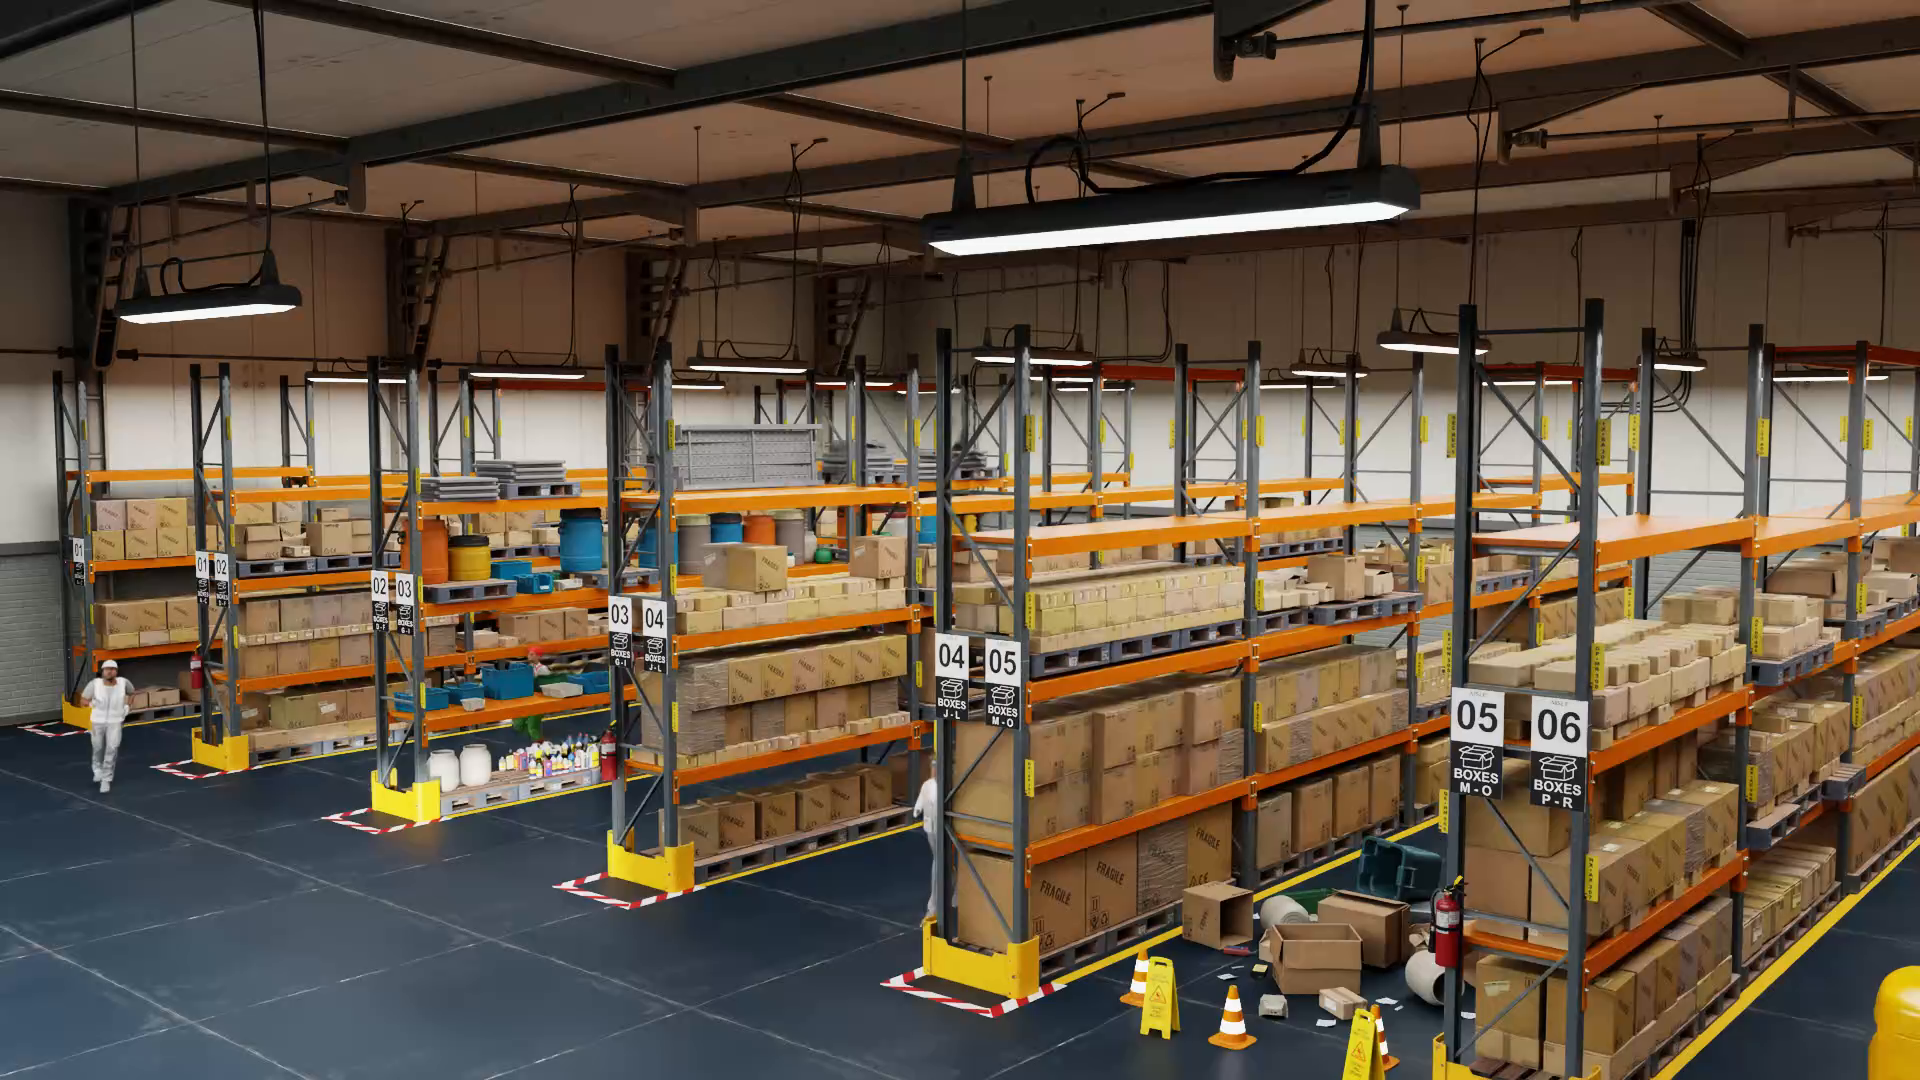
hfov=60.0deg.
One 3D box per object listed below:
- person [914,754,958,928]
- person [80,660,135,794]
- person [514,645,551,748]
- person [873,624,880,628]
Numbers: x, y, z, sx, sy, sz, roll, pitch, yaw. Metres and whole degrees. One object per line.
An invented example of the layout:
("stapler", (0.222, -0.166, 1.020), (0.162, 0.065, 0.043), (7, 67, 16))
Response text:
("person", (-0.193, 3.064, 17.246), (0.604, 1.721, 0.854), (3, 5, 40))
("person", (-11.973, 2.588, 23.384), (0.683, 1.826, 0.838), (-2, 5, -24))
("person", (-6.507, 2.471, 25.280), (0.665, 1.737, 0.582), (3, 5, 38))
("person", (-1.388, 1.907, 33.006), (0.664, 1.790, 0.944), (2, 5, 28))
